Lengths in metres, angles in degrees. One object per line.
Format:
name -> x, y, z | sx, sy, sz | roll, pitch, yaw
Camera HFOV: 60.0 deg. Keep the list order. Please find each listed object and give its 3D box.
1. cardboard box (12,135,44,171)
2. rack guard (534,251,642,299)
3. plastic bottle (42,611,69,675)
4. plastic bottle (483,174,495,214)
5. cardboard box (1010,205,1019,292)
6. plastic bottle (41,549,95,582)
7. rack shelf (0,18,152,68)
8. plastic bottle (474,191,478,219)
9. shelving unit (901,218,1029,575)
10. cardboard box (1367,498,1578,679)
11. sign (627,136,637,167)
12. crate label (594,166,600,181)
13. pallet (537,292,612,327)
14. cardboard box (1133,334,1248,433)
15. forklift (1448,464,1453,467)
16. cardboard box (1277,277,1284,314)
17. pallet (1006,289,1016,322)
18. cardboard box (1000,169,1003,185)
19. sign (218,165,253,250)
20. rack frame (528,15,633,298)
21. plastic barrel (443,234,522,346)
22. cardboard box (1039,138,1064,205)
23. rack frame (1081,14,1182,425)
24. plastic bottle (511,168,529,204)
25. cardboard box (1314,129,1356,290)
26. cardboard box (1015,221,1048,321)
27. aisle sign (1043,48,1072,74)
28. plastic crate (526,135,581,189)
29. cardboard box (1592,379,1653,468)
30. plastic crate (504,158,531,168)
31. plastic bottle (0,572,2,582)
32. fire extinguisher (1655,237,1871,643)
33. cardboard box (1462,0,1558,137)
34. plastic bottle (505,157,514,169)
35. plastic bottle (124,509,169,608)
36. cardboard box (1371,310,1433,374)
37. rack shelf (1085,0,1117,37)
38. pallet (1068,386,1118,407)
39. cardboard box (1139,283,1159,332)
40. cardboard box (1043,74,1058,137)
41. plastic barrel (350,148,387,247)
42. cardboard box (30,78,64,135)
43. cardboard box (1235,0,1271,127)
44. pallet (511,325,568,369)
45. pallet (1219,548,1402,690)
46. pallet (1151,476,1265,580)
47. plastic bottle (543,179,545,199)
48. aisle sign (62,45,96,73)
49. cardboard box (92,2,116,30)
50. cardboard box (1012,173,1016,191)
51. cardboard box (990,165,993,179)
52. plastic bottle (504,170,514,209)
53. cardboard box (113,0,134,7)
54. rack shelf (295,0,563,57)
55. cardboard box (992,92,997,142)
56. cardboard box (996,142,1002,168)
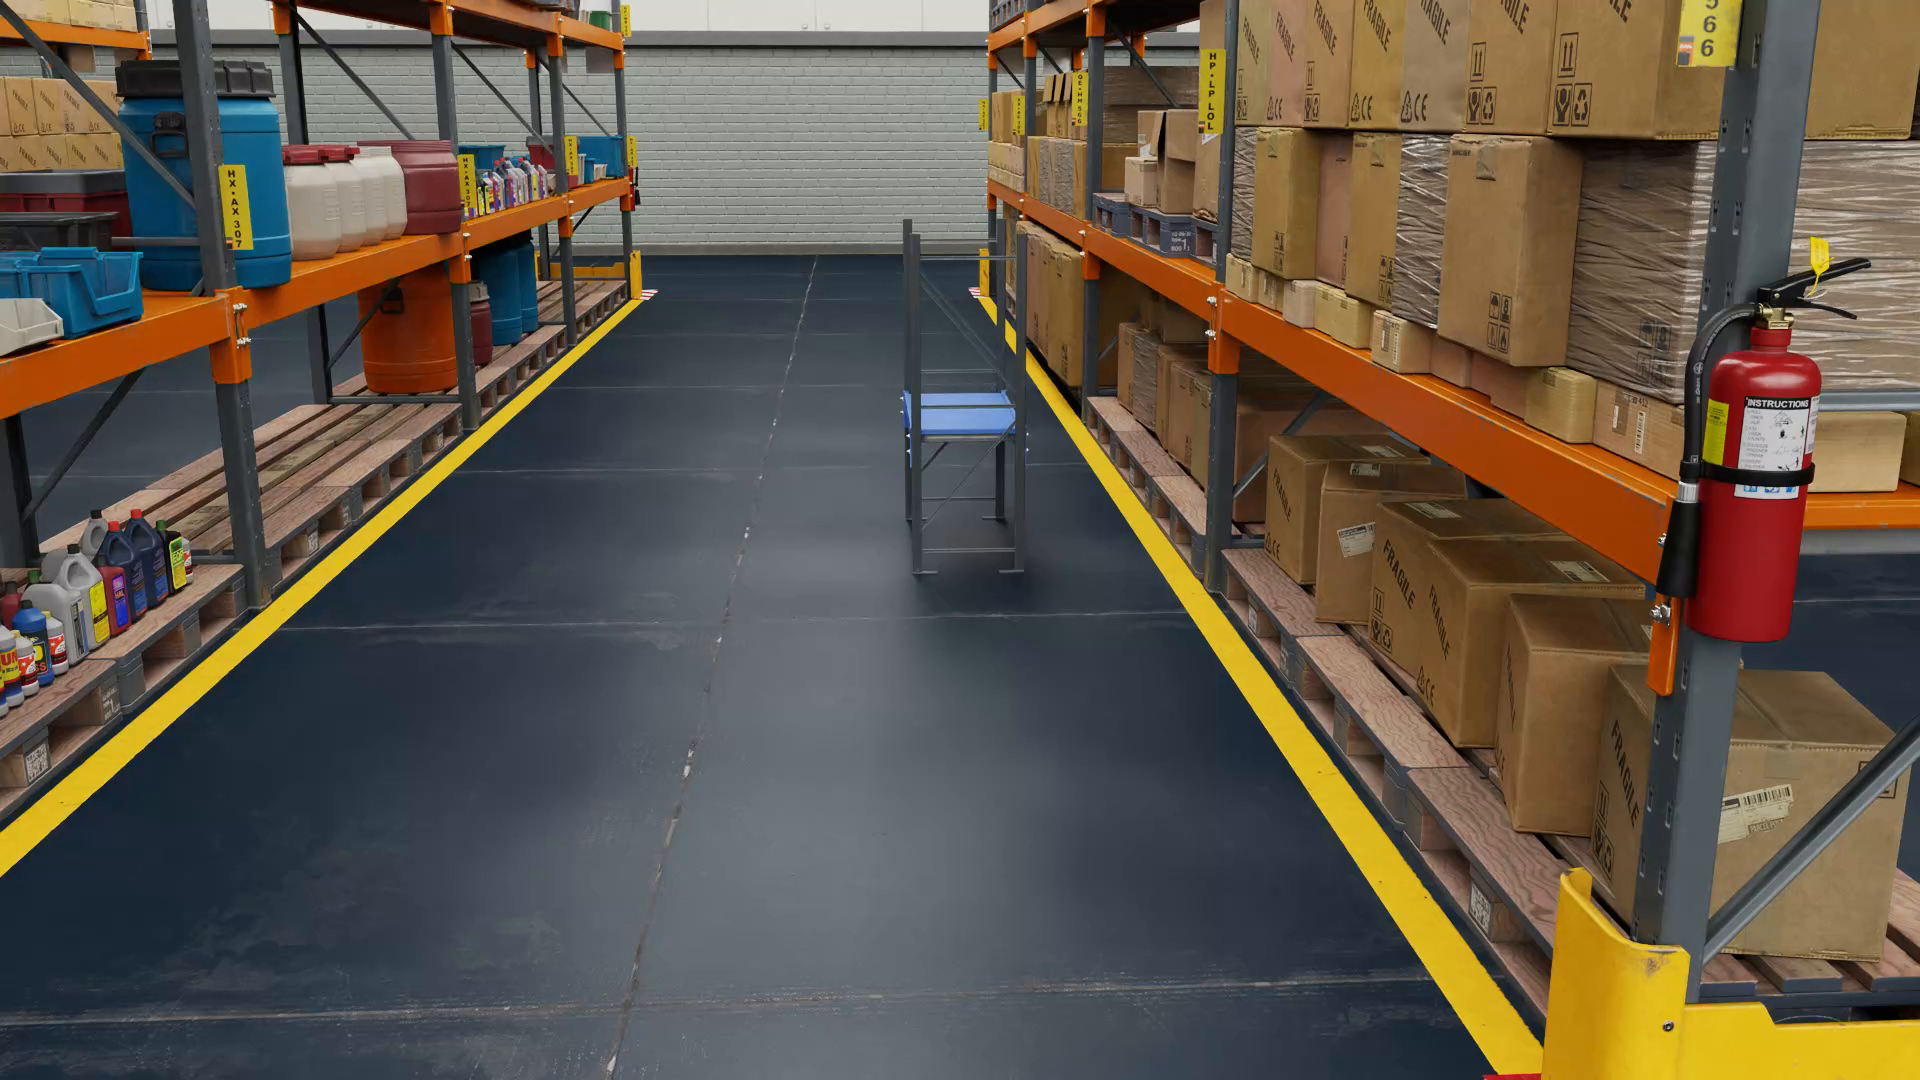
cardboard box -> -8.618, -3.382, 14.951 | 0.500, 0.500, 0.500 | -1, 14, -2
rack guard -> -4.142, -2.941, 18.454 | 1.175, 0.500, 0.348 | -1, 14, -3
plastic bottle -> -2.984, 0.334, 5.442 | 0.097, 0.201, 0.097 | 0, 14, 0
plastic bottle -> -3.373, -2.466, 11.848 | 0.097, 0.271, 0.097 | 0, 14, 0
cardboard box -> 0.992, -3.012, 17.136 | 0.875, 0.875, 0.875 | -1, 14, -3
plastic bottle -> -3.191, 0.157, 5.981 | 0.152, 0.276, 0.135 | -1, 14, -3
rack shelf -> -8.948, -4.677, 15.609 | 1.077, 0.370, 4.000 | -1, 14, -3
plastic bottle -> -3.365, -2.324, 11.287 | 0.152, 0.276, 0.135 | -1, 14, -3
shelving unit -> 0.005, -0.705, 7.757 | 0.538, 1.500, 1.048 | -1, 14, -3
cardboard box -> 1.704, 0.165, 5.539 | 0.500, 0.500, 0.500 | -2, 15, -8
sign -> -3.580, -4.237, 18.148 | 0.100, 0.325, 0.005 | -1, 14, -3
crate label -> -3.851, -3.706, 16.819 | 0.396, 0.136, 0.243 | -1, 14, -3
pallet -> -4.043, -2.287, 16.491 | 1.003, 0.211, 1.213 | -1, 14, -3
cardboard box -> 1.420, -0.931, 9.759 | 0.700, 0.500, 0.500 | -2, 15, -8
forklift -> 3.386, -1.779, 9.059 | 1.130, 2.935, 3.031 | 0, 14, 0
cardboard box -> 1.343, -0.872, 5.900 | 0.380, 0.149, 0.250 | -1, 14, -3
pallet -> 1.016, -2.371, 16.820 | 1.003, 0.211, 1.213 | -1, 14, -3
cardboard box -> 0.605, -3.625, 16.599 | 0.380, 0.149, 0.250 | -1, 14, -5
sign -> -2.834, -1.301, 6.508 | 0.100, 0.325, 0.005 | -1, 14, -3
rack frame -> -4.128, -4.146, 18.120 | 1.000, 3.000, 0.127 | -1, 14, -3
plastic barrel -> -3.819, -2.027, 13.251 | 0.600, 0.901, 0.708 | -1, 14, -3
cardboard box -> 0.905, -2.908, 13.109 | 0.500, 0.500, 0.500 | -1, 14, -5
rack frame -> 1.311, -2.233, 10.684 | 1.000, 3.000, 0.127 | -1, 14, -3
plastic bottle -> -3.479, -2.782, 13.067 | 0.152, 0.276, 0.135 | -1, 14, -3
cardboard box -> 1.653, -1.070, 5.367 | 0.875, 0.500, 0.500 | -1, 14, -3
cardboard box -> 1.123, -2.243, 14.146 | 1.225, 0.875, 0.875 | -1, 14, -3
aisle sign -> 1.111, -5.504, 18.181 | 0.394, 0.787, 0.004 | -1, 14, -3
plastic crate -> -3.685, -3.437, 15.116 | 0.402, 0.464, 0.583 | -1, 14, -3
cardboard box -> 1.569, -0.251, 3.487 | 0.380, 0.149, 0.250 | -1, 14, -3
plastic crate -> -4.341, -3.625, 16.312 | 0.416, 0.233, 0.300 | -1, 14, -3
plastic bottle -> -3.802, 0.033, 6.471 | 0.097, 0.271, 0.097 | 0, 14, 0
fire extinguisher -> 1.354, -0.170, 2.823 | 0.296, 0.674, 0.183 | -1, 14, -3
cardboard box -> 1.490, -1.177, 3.777 | 0.500, 0.500, 0.500 | -1, 14, -3
plastic bottle -> -3.640, -2.901, 13.382 | 0.144, 0.351, 0.185 | -1, 14, -3
plastic bottle -> -3.057, 0.064, 6.191 | 0.144, 0.351, 0.185 | -1, 14, -5
cardboard box -> 1.386, -0.561, 4.689 | 0.380, 0.149, 0.250 | -1, 14, -3
rack shelf -> 1.435, -2.840, 8.467 | 1.077, 0.370, 4.000 | -1, 14, -3
pallet -> 1.338, -1.079, 11.798 | 1.003, 0.211, 1.213 | -1, 14, -3
cardboard box -> 1.383, -1.432, 10.202 | 0.500, 0.250, 0.500 | 0, 14, -1
cardboard box -> 1.111, -3.603, 13.796 | 0.797, 0.503, 0.637 | -1, 14, -5
plastic barrel -> -3.329, -1.853, 8.984 | 0.421, 0.512, 0.421 | 0, 14, 0
cardboard box -> -8.636, -3.986, 15.291 | 0.500, 0.500, 0.500 | -1, 14, -5
cardboard box -> 1.333, -1.799, 6.193 | 0.500, 0.500, 0.500 | -1, 14, -3
pallet -> -3.874, -1.608, 13.852 | 1.003, 0.211, 1.213 | -1, 14, -3
pallet -> 1.636, 0.279, 6.518 | 1.003, 0.211, 1.213 | -1, 14, -3
pallet -> 1.510, -0.081, 7.918 | 1.003, 0.211, 1.213 | -1, 14, -3
plastic bottle -> -3.498, -2.933, 13.806 | 0.097, 0.201, 0.097 | 0, 14, 0
aisle sign -> -9.369, -5.342, 17.551 | 0.394, 0.787, 0.004 | -1, 14, -3
cardboard box -> -8.757, -5.202, 16.506 | 0.500, 0.250, 0.500 | -1, 14, -3
cardboard box -> 0.686, -3.304, 15.354 | 0.380, 0.149, 0.250 | -1, 14, -4
cardboard box -> 0.526, -3.943, 17.837 | 0.380, 0.149, 0.250 | -1, 14, -4
plastic bottle -> -3.396, -2.637, 12.491 | 0.061, 0.283, 0.133 | -1, 14, -3
cardboard box -> -8.785, -5.569, 16.927 | 0.500, 0.250, 0.500 | -1, 14, -3
rack shelf -> -3.756, -3.758, 12.036 | 1.077, 0.370, 4.000 | -1, 14, -3
cardboard box -> 0.607, -4.409, 17.342 | 0.500, 0.500, 0.500 | -1, 14, -5
cardboard box -> 0.642, -3.916, 16.930 | 0.500, 0.250, 0.500 | -1, 14, -5
